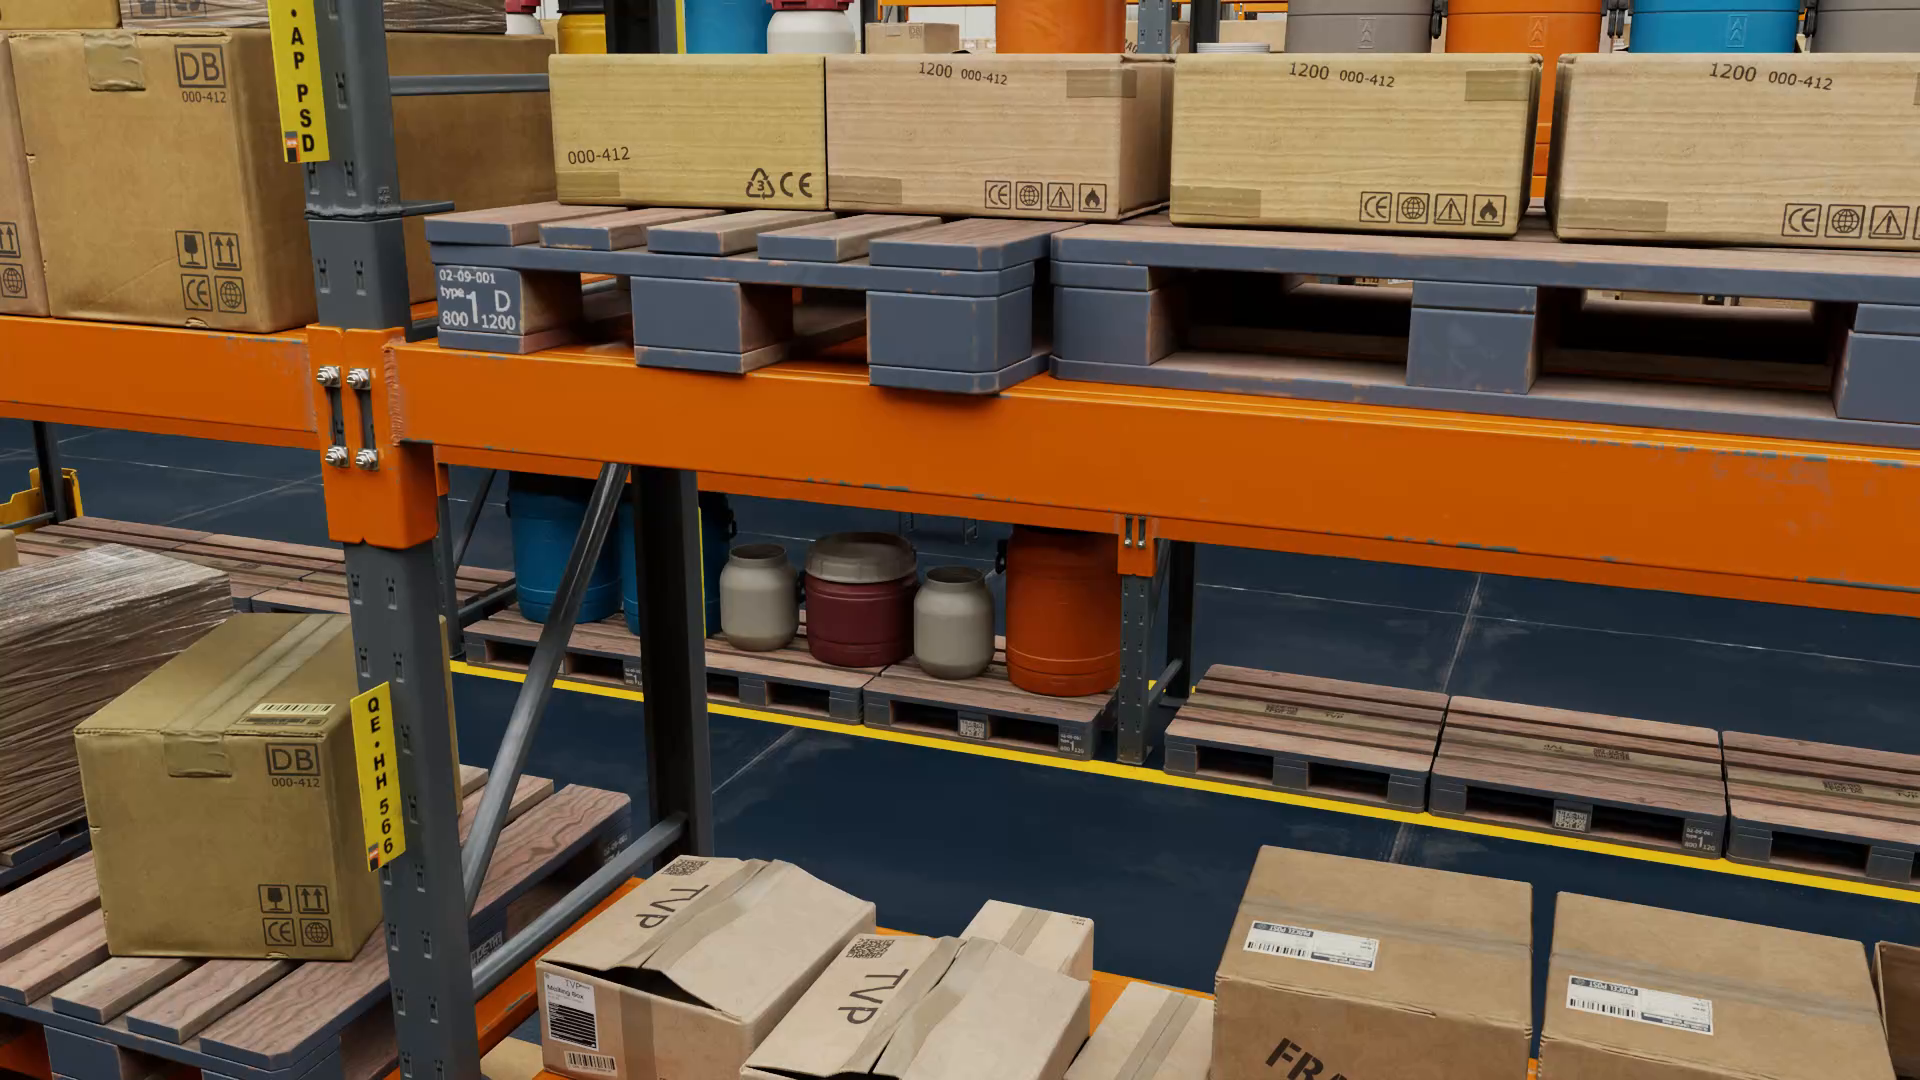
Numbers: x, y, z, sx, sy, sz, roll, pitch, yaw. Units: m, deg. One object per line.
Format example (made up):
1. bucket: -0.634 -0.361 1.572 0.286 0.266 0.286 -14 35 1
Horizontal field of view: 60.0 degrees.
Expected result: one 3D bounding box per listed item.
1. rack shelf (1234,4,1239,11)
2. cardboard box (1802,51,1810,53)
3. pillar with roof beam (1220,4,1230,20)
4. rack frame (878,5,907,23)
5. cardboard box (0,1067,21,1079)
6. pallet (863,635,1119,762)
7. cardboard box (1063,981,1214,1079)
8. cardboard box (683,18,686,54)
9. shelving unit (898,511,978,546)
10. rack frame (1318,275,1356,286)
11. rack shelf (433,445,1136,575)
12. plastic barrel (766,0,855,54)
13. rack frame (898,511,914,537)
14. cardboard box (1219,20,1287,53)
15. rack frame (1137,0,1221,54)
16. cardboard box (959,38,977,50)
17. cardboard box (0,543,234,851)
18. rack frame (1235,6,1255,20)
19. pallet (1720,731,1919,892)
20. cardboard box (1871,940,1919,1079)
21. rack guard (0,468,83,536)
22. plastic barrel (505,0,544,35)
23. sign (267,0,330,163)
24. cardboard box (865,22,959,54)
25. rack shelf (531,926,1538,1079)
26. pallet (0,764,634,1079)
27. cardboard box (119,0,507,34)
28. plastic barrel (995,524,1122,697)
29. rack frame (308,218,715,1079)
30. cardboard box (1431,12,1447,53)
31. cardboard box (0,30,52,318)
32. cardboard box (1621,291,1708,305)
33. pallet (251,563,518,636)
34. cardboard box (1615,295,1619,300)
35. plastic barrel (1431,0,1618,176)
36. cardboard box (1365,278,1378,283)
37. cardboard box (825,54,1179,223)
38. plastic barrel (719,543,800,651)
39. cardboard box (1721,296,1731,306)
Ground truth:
1. rack shelf: 2.681 -8.782 27.079 4.000 0.370 1.077 6 17 21
2. cardboard box: 7.728 -4.292 15.034 0.500 0.250 0.500 6 17 21
3. pillar with roof beam: 2.645 -8.113 23.478 0.400 9.000 9.100 6 17 21
4. rack frame: -0.997 -8.046 23.247 0.127 3.000 1.000 6 17 21
5. cardboard box: -2.757 1.642 4.332 0.500 0.500 0.500 6 17 19
6. pallet: 0.243 0.778 8.616 1.213 0.211 1.003 6 17 21
7. cardboard box: 0.378 1.029 3.199 0.250 0.149 0.380 8 18 25
8. cardboard box: -2.161 -4.044 13.732 0.500 0.500 0.700 7 18 23
9. shelving unit: -0.154 -0.593 11.565 0.503 1.200 0.258 6 17 21
10. rack frame: 2.809 -1.776 12.411 0.127 3.000 1.000 6 17 21
11. rack shelf: -0.869 -0.351 8.792 4.000 0.370 1.077 6 17 21
12. plastic barrel: -0.713 -2.341 7.981 0.433 0.535 0.433 0 16 0
13. rack frame: -0.381 -0.618 11.651 0.015 1.200 0.240 6 17 21
14. cardboard box: 2.215 -3.512 12.071 0.637 0.503 0.797 7 18 24
15. rack frame: 0.991 -3.373 7.150 0.127 3.000 1.000 6 17 21
16. cardboard box: 0.118 -5.261 17.692 0.250 0.149 0.380 6 17 21
17. cardboard box: -2.237 0.365 4.104 0.500 0.500 0.700 10 19 31
18. rack frame: 4.542 -8.924 26.273 0.127 3.000 1.000 6 17 21
19. pallet: 3.968 1.187 7.208 1.213 0.211 1.003 6 17 21
20. cardboard box: 1.693 1.017 2.610 0.500 0.500 0.500 8 18 25
21. rack guard: -6.478 -0.109 11.151 0.348 0.500 1.175 6 17 21
22. plastic barrel: -2.332 -2.489 8.491 0.433 0.535 0.433 0 16 0
23. sign: -1.030 -0.756 2.588 0.005 0.325 0.100 6 17 21
24. cardboard box: -0.369 -3.819 13.135 0.500 0.500 0.700 7 17 22
25. rack shelf: 1.031 1.343 2.958 4.000 0.370 1.077 6 17 21
26. pallet: -1.486 0.834 3.766 1.003 0.211 1.213 6 17 21
27. cardboard box: -1.233 -1.222 3.150 0.500 0.500 0.500 6 17 21
28. plastic barrel: 0.530 0.303 8.388 0.708 0.830 0.600 6 17 21
29. rack frame: -0.829 0.793 3.563 0.127 3.000 1.000 6 17 21
30. cardboard box: 3.152 -3.390 11.514 0.500 0.500 0.500 6 17 21
31. cardboard box: -1.722 -0.784 3.434 0.500 0.500 0.910 6 17 21
32. cardboard box: 4.883 -1.772 11.457 0.637 0.503 0.797 8 18 26
33. pallet: -3.428 0.373 10.009 1.213 0.211 1.003 6 17 21
34. cardboard box: 6.071 -1.999 16.462 0.750 0.750 1.050 7 17 21
35. plastic barrel: 2.284 -1.931 6.795 0.708 0.830 0.600 6 17 21
36. cardboard box: 5.833 -3.620 21.820 0.875 0.875 0.875 6 17 20
37. cardboard box: 0.108 -0.697 2.829 0.500 0.250 0.500 7 18 22
38. plastic barrel: -1.079 0.306 8.949 0.421 0.512 0.421 0 16 0
39. cardboard box: 9.677 -2.930 20.346 0.625 0.372 0.950 7 17 21
